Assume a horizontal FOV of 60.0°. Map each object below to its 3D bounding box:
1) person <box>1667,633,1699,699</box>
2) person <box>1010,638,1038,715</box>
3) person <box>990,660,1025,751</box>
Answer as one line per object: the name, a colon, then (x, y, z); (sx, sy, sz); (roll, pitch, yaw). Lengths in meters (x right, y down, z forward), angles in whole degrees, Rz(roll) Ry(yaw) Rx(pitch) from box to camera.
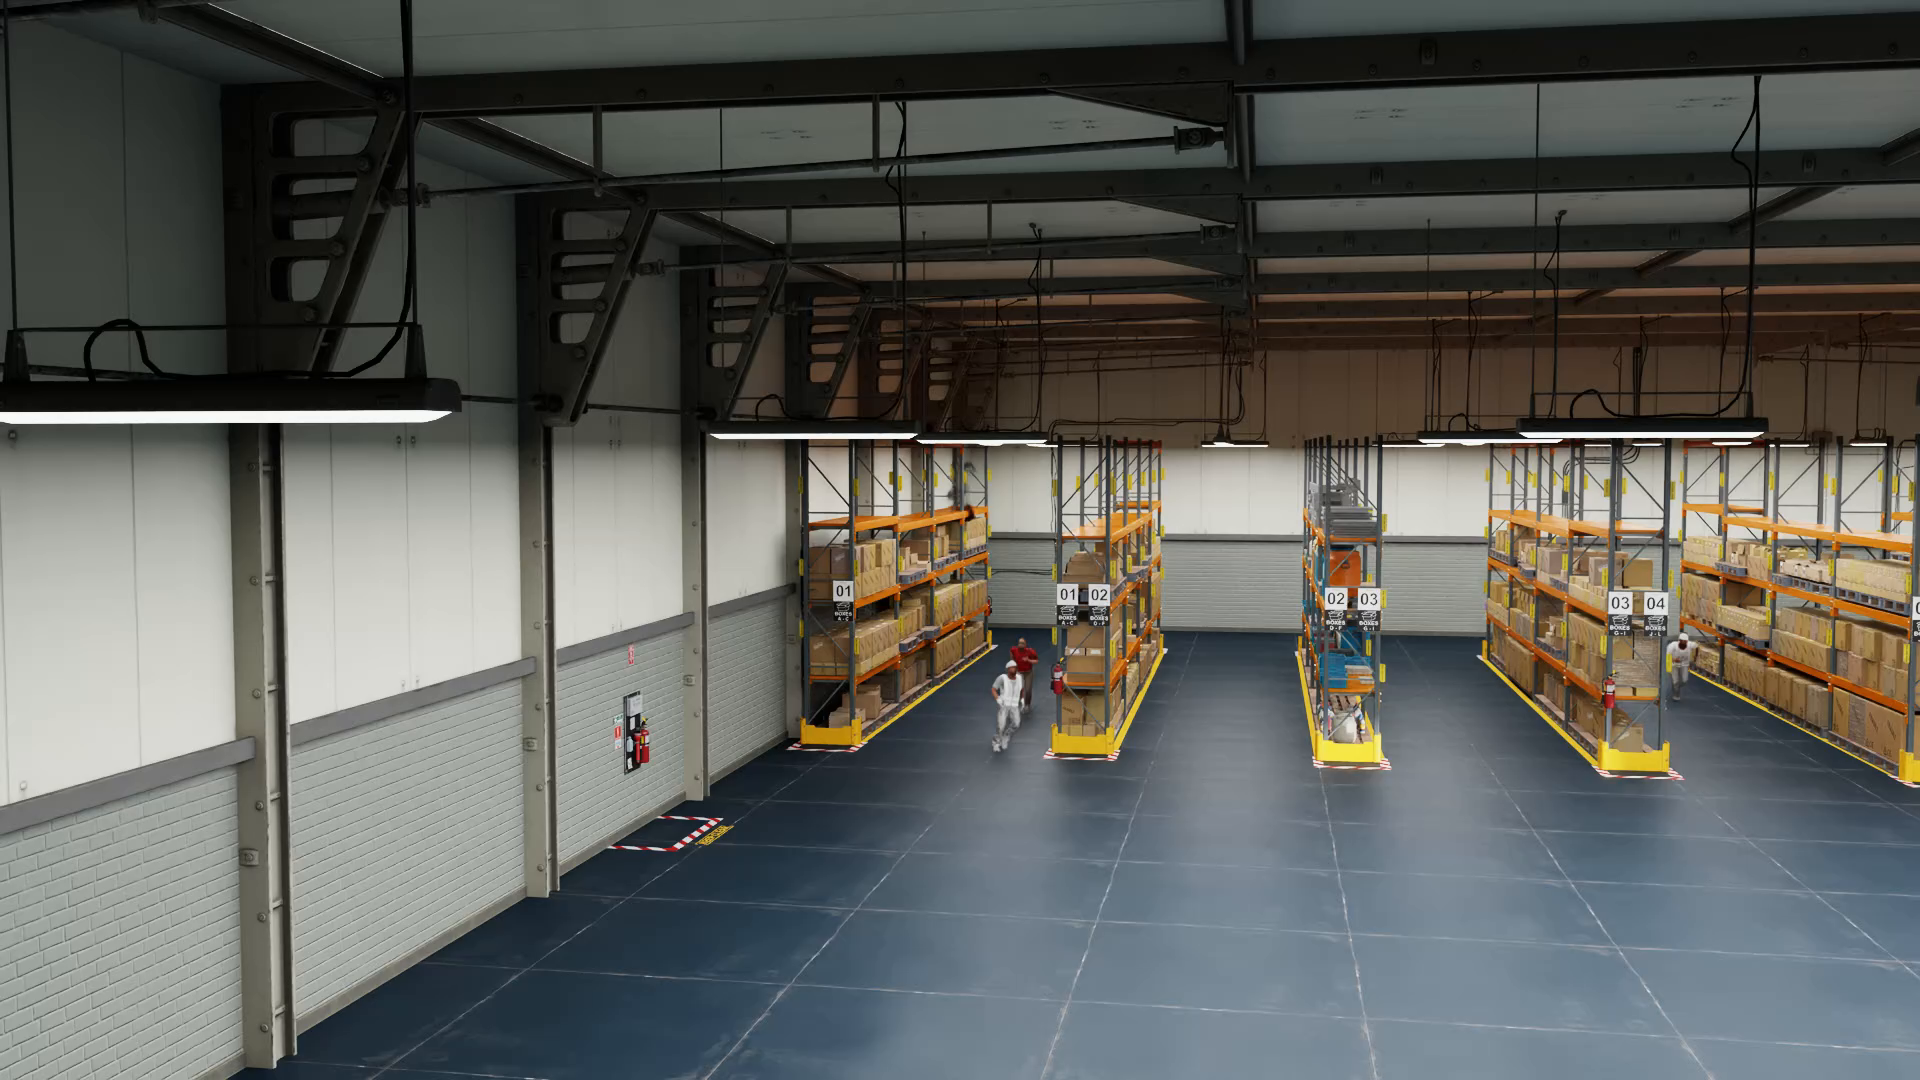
person: (16.430, 2.880, 37.807); (0.735, 1.587, 0.865); (1, 3, 10)
person: (1.379, 2.942, 35.954); (0.647, 1.707, 0.942); (0, 3, 9)
person: (0.953, 3.149, 31.550); (0.742, 1.720, 0.546); (-1, 3, -20)
